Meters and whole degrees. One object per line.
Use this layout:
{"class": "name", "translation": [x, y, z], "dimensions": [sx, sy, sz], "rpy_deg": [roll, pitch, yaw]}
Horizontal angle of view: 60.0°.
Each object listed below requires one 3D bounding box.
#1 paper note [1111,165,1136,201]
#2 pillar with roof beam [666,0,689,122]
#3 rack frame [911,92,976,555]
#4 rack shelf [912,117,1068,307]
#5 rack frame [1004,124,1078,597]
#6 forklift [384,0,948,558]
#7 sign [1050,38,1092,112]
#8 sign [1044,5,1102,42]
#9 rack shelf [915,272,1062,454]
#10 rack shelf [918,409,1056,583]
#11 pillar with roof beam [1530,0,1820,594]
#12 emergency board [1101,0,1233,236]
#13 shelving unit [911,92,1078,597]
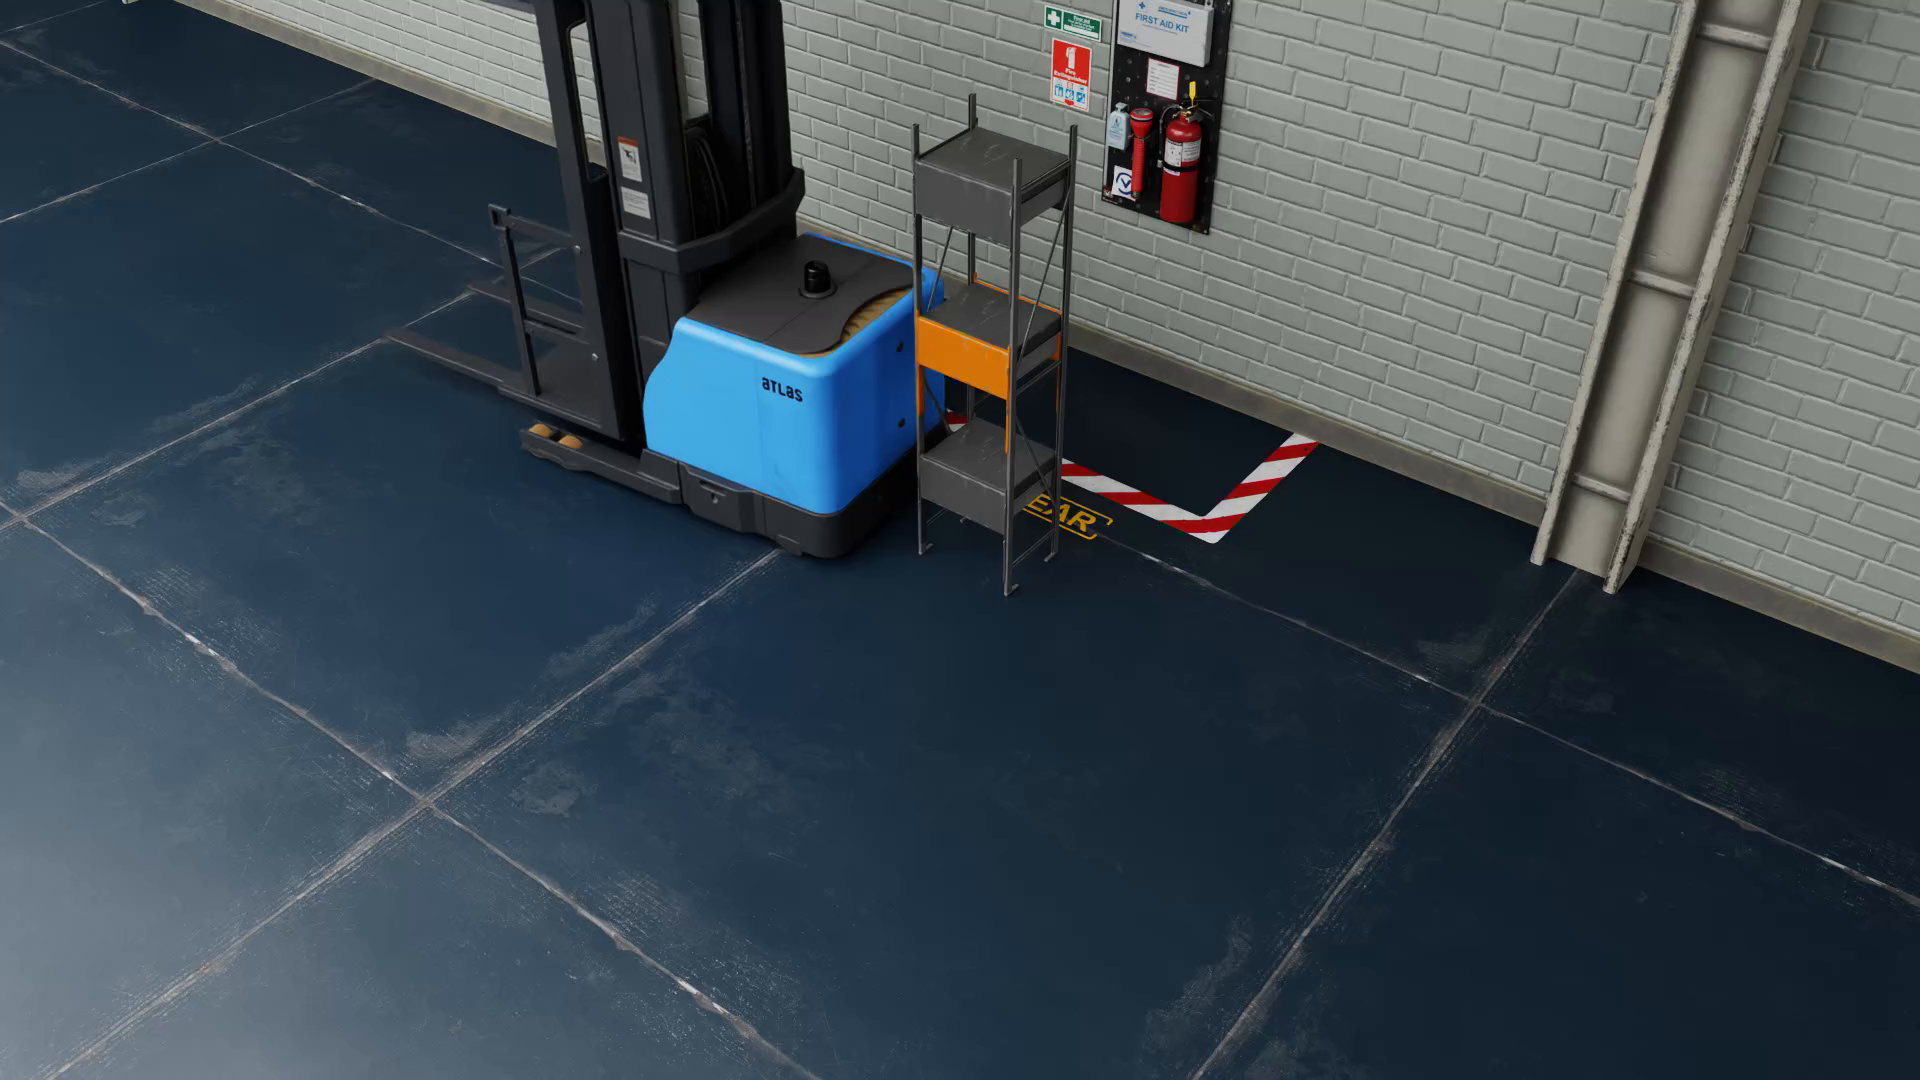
{"class": "paper note", "translation": [0.825, -1.782, 8.308], "dimensions": [0.142, 0.148, 0.016], "rpy_deg": [25, 45, 29]}
{"class": "pillar with roof beam", "translation": [-4.518, -3.586, 5.031], "dimensions": [0.400, 9.000, 9.100], "rpy_deg": [25, 45, 29]}
{"class": "rack frame", "translation": [-0.062, -0.856, 7.140], "dimensions": [0.015, 2.100, 0.400], "rpy_deg": [25, 45, 29]}
{"class": "rack shelf", "translation": [0.132, -1.305, 6.600], "dimensions": [0.480, 0.518, 0.431], "rpy_deg": [25, 45, 29]}
{"class": "rack frame", "translation": [0.325, -0.673, 6.907], "dimensions": [0.015, 2.100, 0.400], "rpy_deg": [25, 45, 29]}
{"class": "forklift", "translation": [-1.581, -1.754, 7.613], "dimensions": [3.031, 2.935, 1.130], "rpy_deg": [21, 43, 24]}
{"class": "sign", "translation": [0.547, -2.301, 8.226], "dimensions": [0.234, 0.329, 0.001], "rpy_deg": [25, 45, 29]}
{"class": "sign", "translation": [0.545, -2.503, 8.055], "dimensions": [0.331, 0.109, 0.001], "rpy_deg": [25, 45, 29]}
{"class": "rack shelf", "translation": [0.132, -0.754, 7.032], "dimensions": [0.480, 0.518, 0.431], "rpy_deg": [25, 45, 29]}
{"class": "rack shelf", "translation": [0.132, -0.203, 7.463], "dimensions": [0.480, 0.518, 0.431], "rpy_deg": [25, 45, 29]}
{"class": "pillar with roof beam", "translation": [0.248, -1.339, 2.160], "dimensions": [0.400, 9.000, 9.100], "rpy_deg": [25, 45, 29]}
{"class": "emergency board", "translation": [0.923, -2.029, 7.908], "dimensions": [0.643, 1.169, 0.194], "rpy_deg": [25, 45, 29]}
{"class": "shelving unit", "translation": [0.132, -0.765, 7.024], "dimensions": [0.503, 2.100, 0.431], "rpy_deg": [25, 45, 29]}
